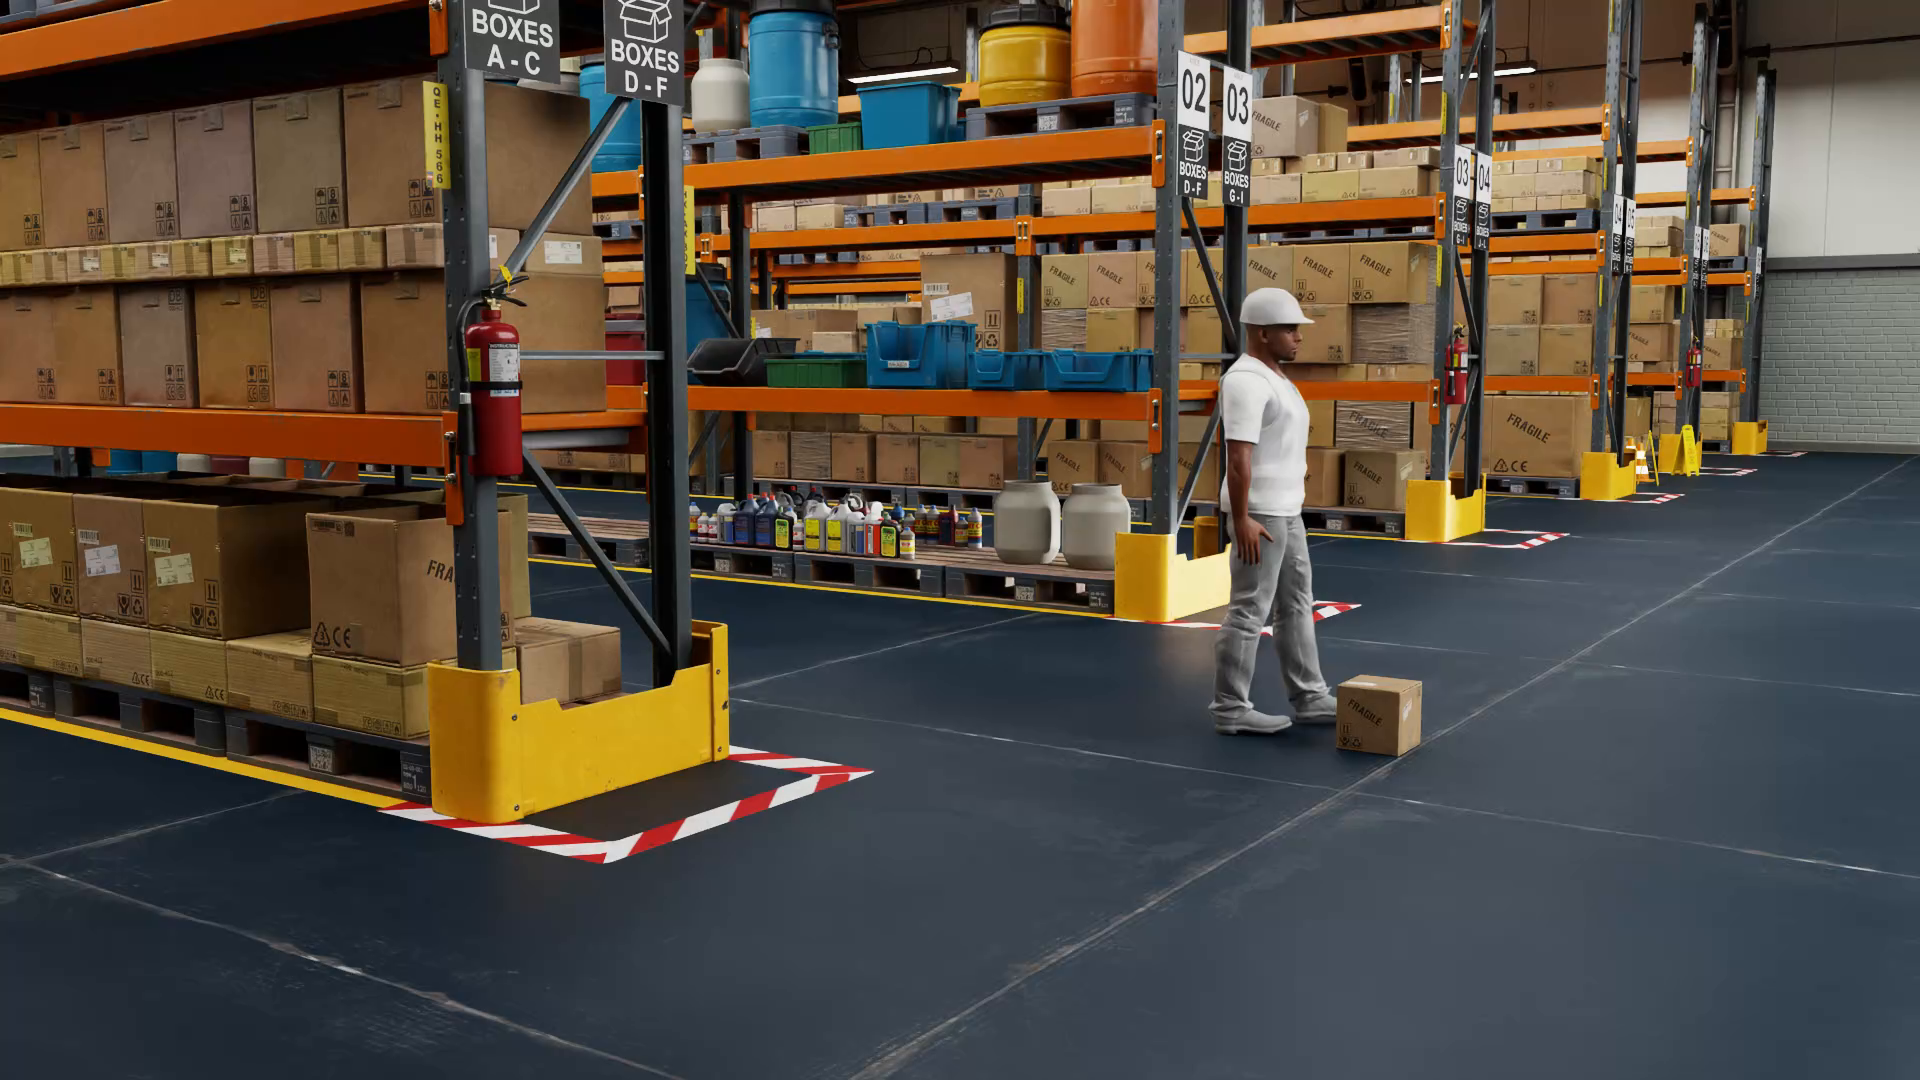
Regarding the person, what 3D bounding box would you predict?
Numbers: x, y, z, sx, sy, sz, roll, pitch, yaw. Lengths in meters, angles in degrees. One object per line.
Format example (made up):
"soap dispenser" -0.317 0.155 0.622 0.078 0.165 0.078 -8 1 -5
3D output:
"person" 1.319 -0.107 6.595 0.617 1.767 0.584 2 7 20
